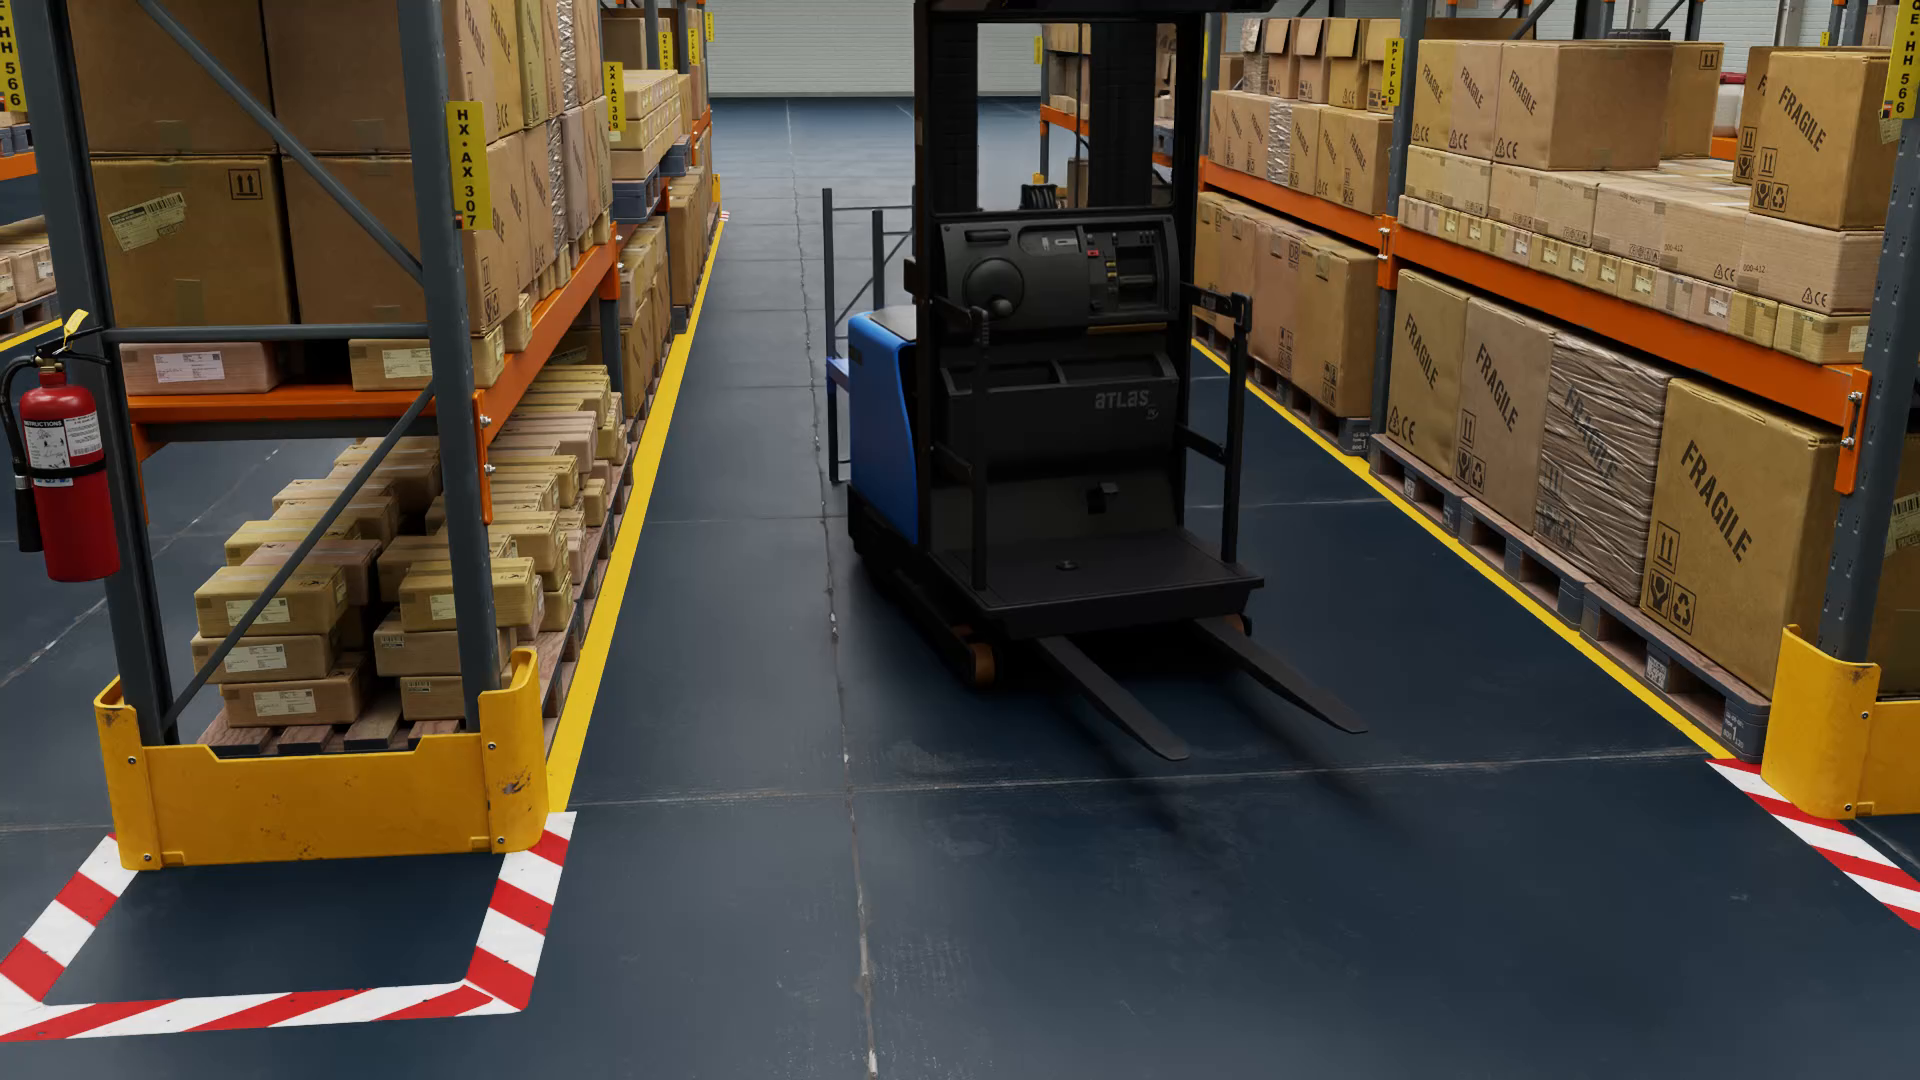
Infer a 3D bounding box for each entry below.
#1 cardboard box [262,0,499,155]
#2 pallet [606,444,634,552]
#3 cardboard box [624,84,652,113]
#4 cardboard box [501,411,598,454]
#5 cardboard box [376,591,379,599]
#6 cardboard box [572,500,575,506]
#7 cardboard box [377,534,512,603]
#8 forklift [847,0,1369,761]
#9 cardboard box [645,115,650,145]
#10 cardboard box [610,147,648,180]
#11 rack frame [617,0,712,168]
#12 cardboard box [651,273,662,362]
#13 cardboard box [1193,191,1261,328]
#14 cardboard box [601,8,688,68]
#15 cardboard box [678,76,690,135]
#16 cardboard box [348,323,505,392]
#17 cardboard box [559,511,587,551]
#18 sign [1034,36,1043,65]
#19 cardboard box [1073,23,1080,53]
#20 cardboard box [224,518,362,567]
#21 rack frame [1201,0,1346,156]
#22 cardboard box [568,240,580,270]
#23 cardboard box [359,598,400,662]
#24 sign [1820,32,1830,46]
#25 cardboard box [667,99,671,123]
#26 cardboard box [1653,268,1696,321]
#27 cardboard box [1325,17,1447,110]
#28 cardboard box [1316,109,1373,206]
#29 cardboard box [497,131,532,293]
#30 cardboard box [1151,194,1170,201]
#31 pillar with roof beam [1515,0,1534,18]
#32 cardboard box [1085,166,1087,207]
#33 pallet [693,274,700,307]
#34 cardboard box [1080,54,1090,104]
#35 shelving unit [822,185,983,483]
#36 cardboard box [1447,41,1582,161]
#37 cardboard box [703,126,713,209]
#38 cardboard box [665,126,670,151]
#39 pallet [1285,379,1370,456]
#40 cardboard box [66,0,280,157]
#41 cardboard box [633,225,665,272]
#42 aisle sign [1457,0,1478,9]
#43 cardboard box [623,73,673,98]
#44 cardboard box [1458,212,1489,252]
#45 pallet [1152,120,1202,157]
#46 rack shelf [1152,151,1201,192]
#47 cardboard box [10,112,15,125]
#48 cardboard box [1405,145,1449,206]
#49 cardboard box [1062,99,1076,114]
[{"bbox_3d":[-1.599,-1.349,4.635,0.500,0.500,0.500,-2,18,-6],"label":"cardboard box"},{"bbox_3d":[-2.125,-0.203,7.972,1.003,0.211,1.213,-2,18,-6],"label":"pallet"},{"bbox_3d":[-1.871,-2.388,9.000,0.380,0.149,0.250,-2,18,-5],"label":"cardboard box"},{"bbox_3d":[-1.766,-0.452,7.175,0.380,0.149,0.250,-3,18,-8],"label":"cardboard box"},{"bbox_3d":[-2.210,0.174,5.677,0.380,0.149,0.250,-2,18,-8],"label":"cardboard box"},{"bbox_3d":[-1.813,-0.238,6.988,0.380,0.149,0.250,-3,18,-8],"label":"cardboard box"},{"bbox_3d":[-1.681,0.090,5.447,0.380,0.149,0.250,-1,17,-5],"label":"cardboard box"},{"bbox_3d":[0.449,-1.002,5.976,1.130,2.935,3.031,-6,18,-18],"label":"forklift"},{"bbox_3d":[-1.841,-2.164,8.783,0.380,0.149,0.250,-2,18,-7],"label":"cardboard box"},{"bbox_3d":[-1.812,-1.945,8.582,0.380,0.149,0.250,-3,18,-8],"label":"cardboard box"},{"bbox_3d":[-3.467,-5.308,19.576,1.000,3.000,0.127,-2,18,-6],"label":"rack frame"},{"bbox_3d":[-2.193,-1.432,10.703,0.500,0.500,0.500,-3,18,-8],"label":"cardboard box"},{"bbox_3d":[2.353,-2.028,11.975,1.225,0.875,0.875,-3,18,-8],"label":"cardboard box"},{"bbox_3d":[-3.058,-4.814,15.949,0.875,0.550,0.550,-2,18,-6],"label":"cardboard box"},{"bbox_3d":[-2.682,-3.866,14.817,0.500,0.500,0.500,-2,18,-6],"label":"cardboard box"},{"bbox_3d":[-1.524,-0.528,4.769,0.380,0.149,0.250,-2,18,-6],"label":"cardboard box"},{"bbox_3d":[-1.725,-0.007,6.752,0.380,0.149,0.250,-2,18,-6],"label":"cardboard box"},{"bbox_3d":[0.938,-5.827,19.785,0.100,0.325,0.005,-2,18,-6],"label":"sign"},{"bbox_3d":[1.466,-5.329,17.312,0.500,0.500,0.500,-2,18,-6],"label":"cardboard box"},{"bbox_3d":[-2.245,0.035,5.622,0.380,0.149,0.250,-2,18,-7],"label":"cardboard box"},{"bbox_3d":[2.302,-3.047,12.376,1.000,3.000,0.127,-2,18,-6],"label":"rack frame"},{"bbox_3d":[-1.804,-1.222,6.982,0.380,0.149,0.250,-3,18,-8],"label":"cardboard box"},{"bbox_3d":[-2.147,0.314,5.728,0.380,0.149,0.250,-2,18,-6],"label":"cardboard box"},{"bbox_3d":[10.778,-6.171,20.749,0.100,0.325,0.005,-2,18,-6],"label":"sign"},{"bbox_3d":[-2.030,-2.707,10.514,0.380,0.149,0.250,-2,18,-6],"label":"cardboard box"},{"bbox_3d":[2.685,-0.867,5.850,0.380,0.149,0.250,-1,17,-5],"label":"cardboard box"},{"bbox_3d":[2.582,-2.777,9.673,0.797,0.503,0.637,-2,17,-5],"label":"cardboard box"},{"bbox_3d":[2.351,-2.182,9.452,0.500,0.500,0.500,-1,17,-4],"label":"cardboard box"},{"bbox_3d":[-1.668,-1.031,5.291,0.500,0.500,0.500,-2,18,-6],"label":"cardboard box"},{"bbox_3d":[1.962,-2.930,15.441,0.700,0.500,0.500,-2,18,-6],"label":"cardboard box"},{"bbox_3d":[10.433,-15.588,42.305,9.100,9.000,0.400,-2,18,-6],"label":"pillar with roof beam"},{"bbox_3d":[1.666,-3.888,18.526,0.500,0.500,0.500,0,17,0],"label":"cardboard box"},{"bbox_3d":[-2.771,-2.194,14.312,1.003,0.211,1.213,-2,18,-6],"label":"pallet"},{"bbox_3d":[1.737,-4.861,17.488,0.875,0.500,0.500,-2,18,-6],"label":"cardboard box"},{"bbox_3d":[-0.289,-0.892,8.014,0.538,1.500,1.048,-5,18,-16],"label":"shelving unit"},{"bbox_3d":[2.553,-1.986,7.498,0.500,0.500,0.500,-2,18,-6],"label":"cardboard box"},{"bbox_3d":[-3.331,-4.294,19.194,0.875,0.875,0.875,-2,18,-5],"label":"cardboard box"},{"bbox_3d":[-2.006,-2.490,10.318,0.380,0.149,0.250,-1,17,-4],"label":"cardboard box"},{"bbox_3d":[2.560,-0.753,9.723,1.003,0.211,1.213,-2,18,-6],"label":"pallet"},{"bbox_3d":[-2.111,-1.336,4.593,0.500,0.500,0.500,-2,18,-7],"label":"cardboard box"},{"bbox_3d":[-2.247,-1.944,11.082,0.500,0.250,0.500,-2,17,-5],"label":"cardboard box"},{"bbox_3d":[6.105,-6.837,20.106,0.394,0.787,0.004,-2,18,-6],"label":"aisle sign"},{"bbox_3d":[-2.053,-2.924,10.709,0.380,0.149,0.250,-1,17,-4],"label":"cardboard box"},{"bbox_3d":[2.498,-1.402,7.556,0.380,0.149,0.250,-2,18,-7],"label":"cardboard box"},{"bbox_3d":[2.123,-3.165,13.071,1.213,0.211,1.003,-2,18,-6],"label":"pallet"},{"bbox_3d":[2.096,-3.300,14.382,1.077,0.370,4.000,-2,18,-6],"label":"rack shelf"},{"bbox_3d":[-7.492,-3.245,12.722,0.380,0.149,0.250,-1,17,-2],"label":"cardboard box"},{"bbox_3d":[2.503,-1.778,8.086,0.500,0.250,0.500,-2,18,-7],"label":"cardboard box"},{"bbox_3d":[1.328,-4.769,18.279,0.380,0.149,0.250,-2,18,-6],"label":"cardboard box"}]
